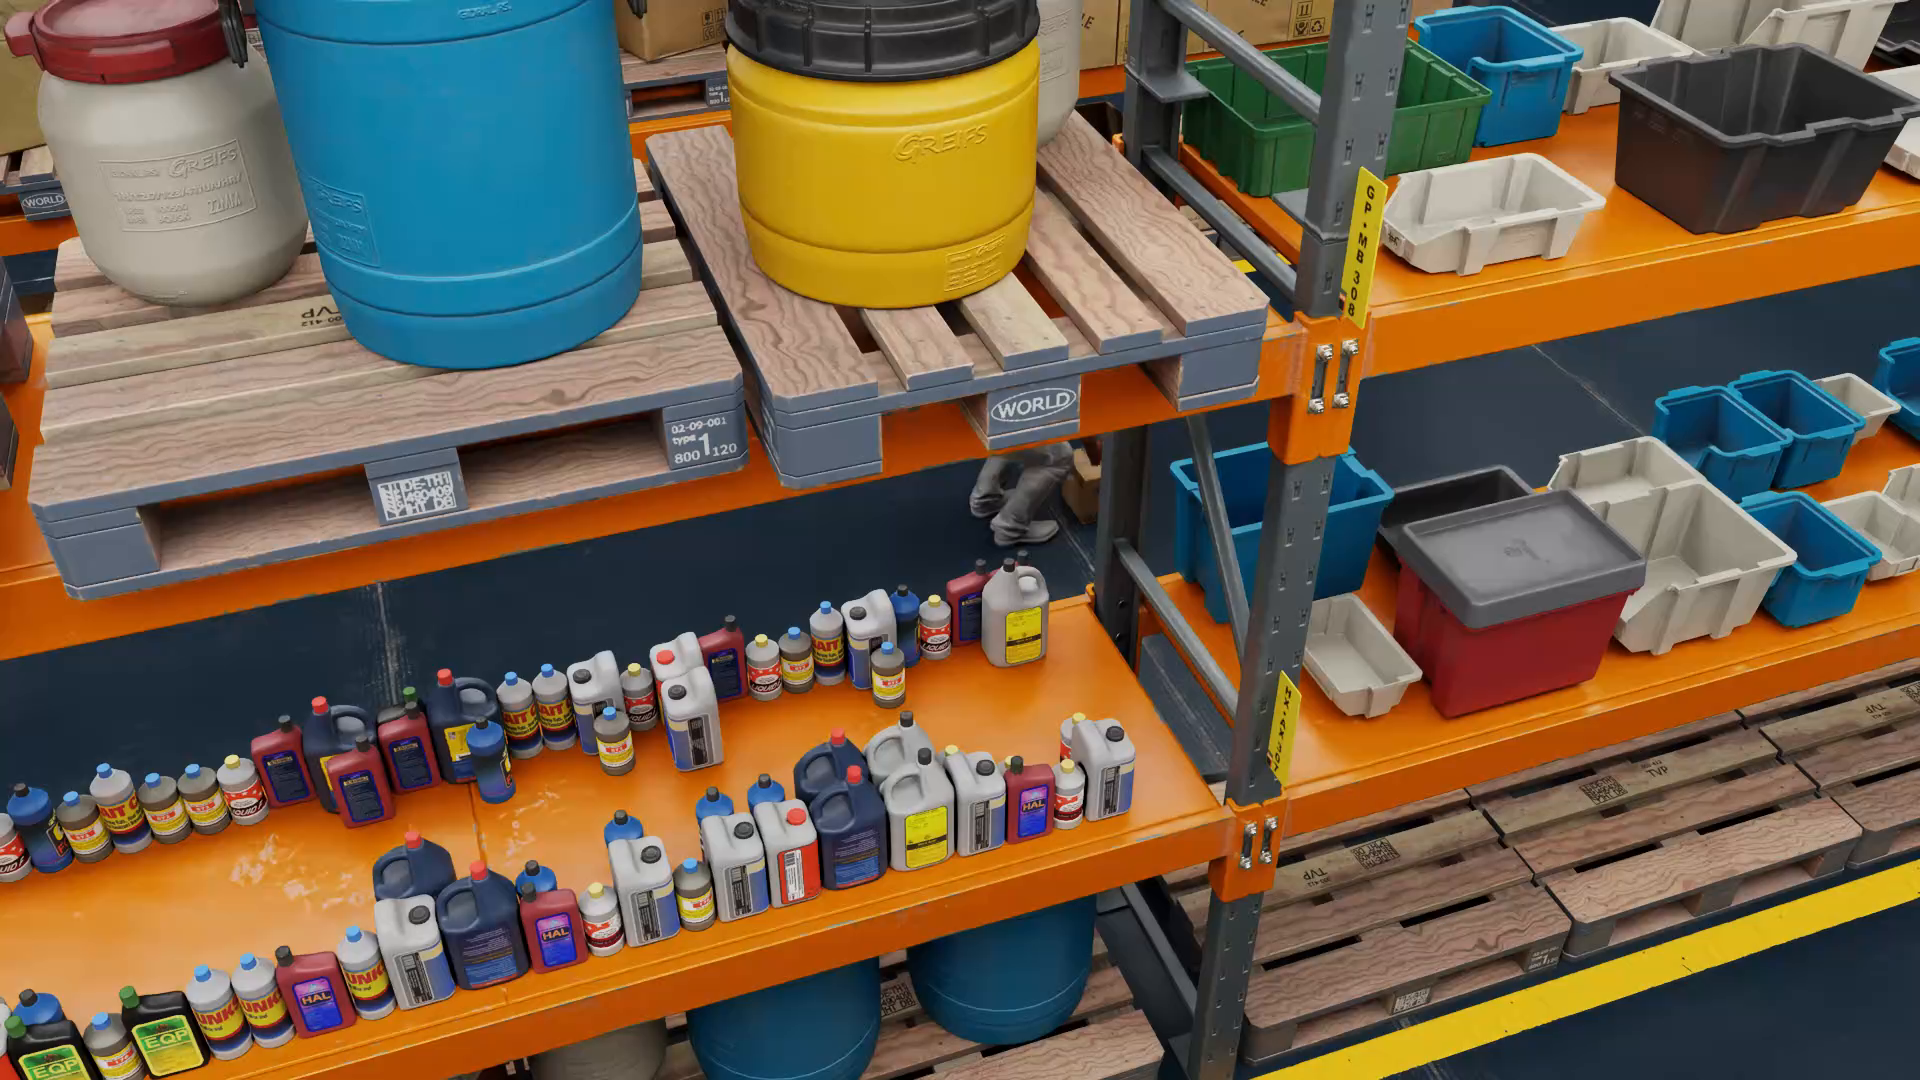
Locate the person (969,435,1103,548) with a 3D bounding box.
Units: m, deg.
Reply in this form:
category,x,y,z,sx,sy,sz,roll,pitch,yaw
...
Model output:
category,x,y,z,sx,sy,sz,roll,pitch,yaw
person,0.281,-0.612,7.352,0.828,1.253,0.625,-13,39,-16
